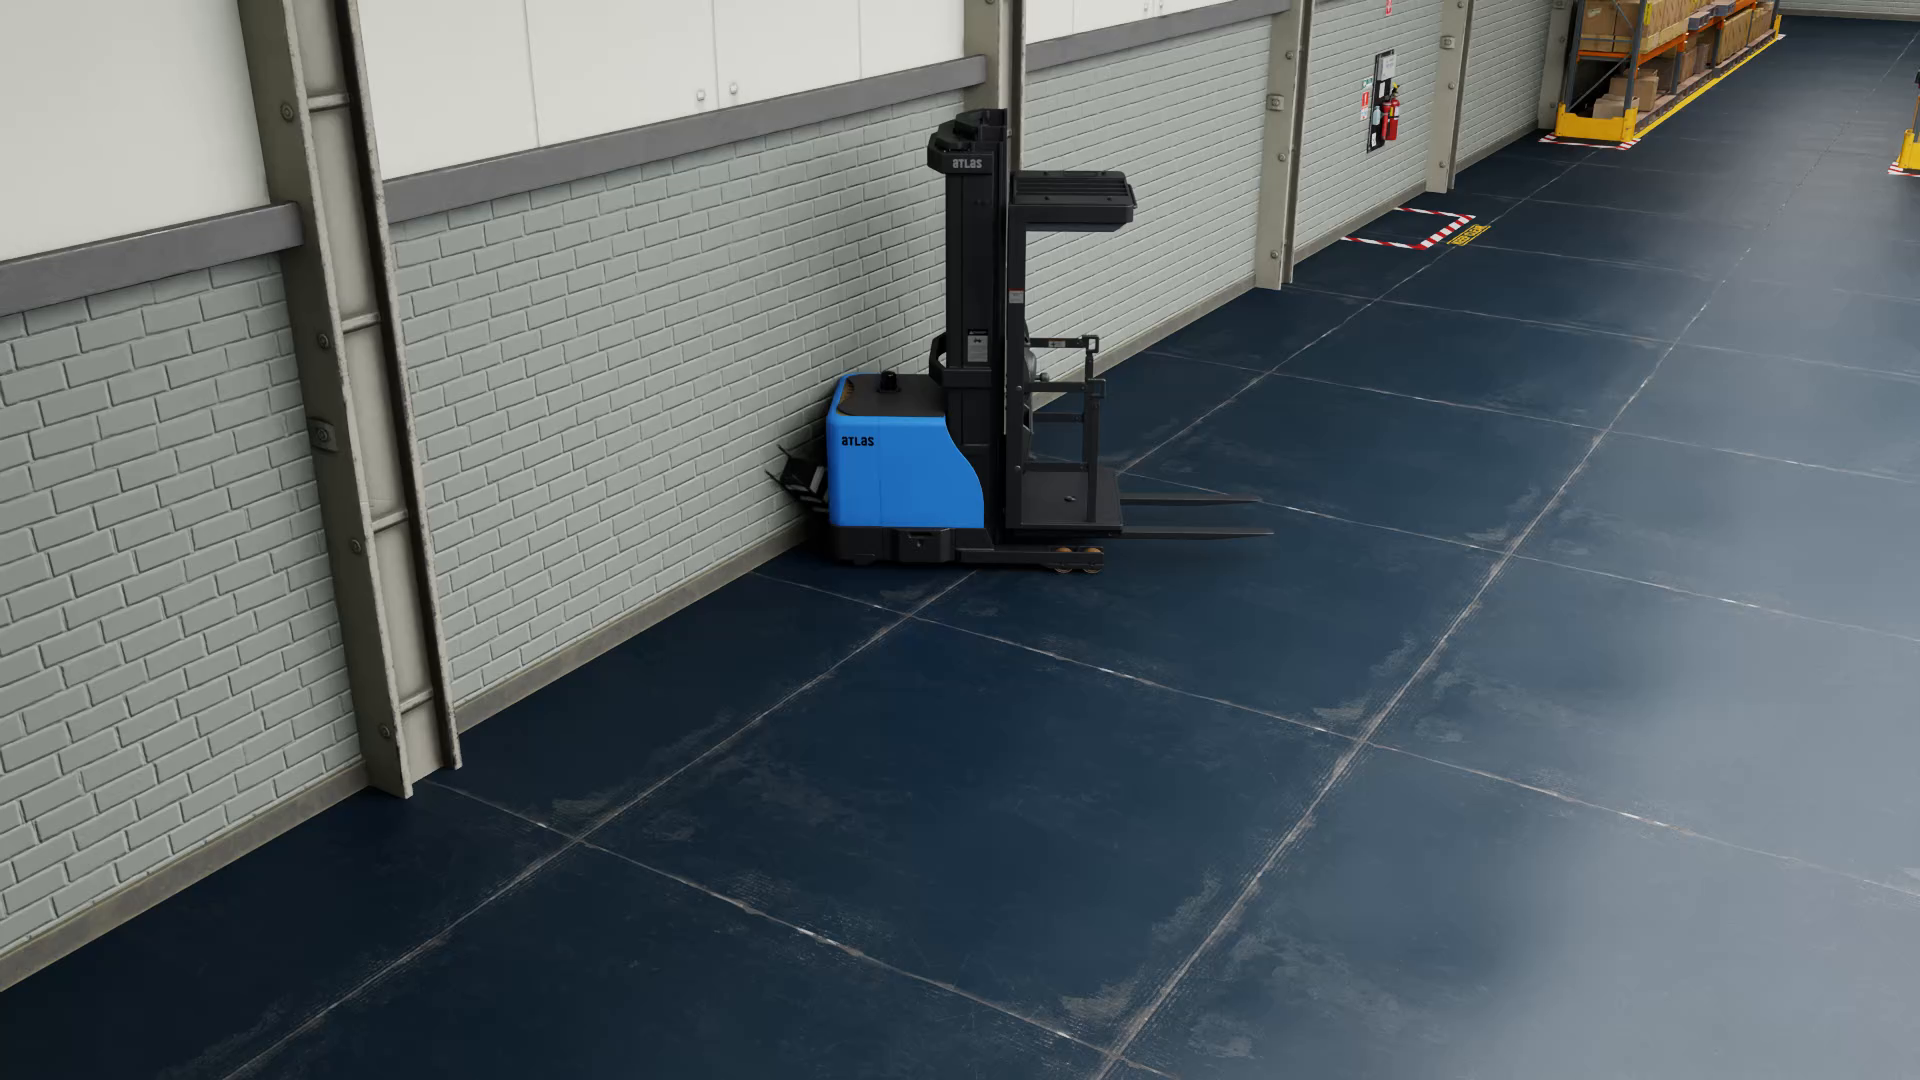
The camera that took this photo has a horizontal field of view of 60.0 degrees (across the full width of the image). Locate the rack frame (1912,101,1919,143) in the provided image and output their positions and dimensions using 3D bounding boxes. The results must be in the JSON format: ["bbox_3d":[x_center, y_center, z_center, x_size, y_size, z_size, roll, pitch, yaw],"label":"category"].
[{"bbox_3d":[14.328,-6.775,23.624,1.000,3.000,0.127,14,27,29],"label":"rack frame"}]

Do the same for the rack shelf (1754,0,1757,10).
[{"bbox_3d":[17.502,-12.207,37.077,1.077,0.370,4.000,14,27,29],"label":"rack shelf"}]

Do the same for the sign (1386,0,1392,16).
[{"bbox_3d":[5.162,-6.460,19.979,0.001,0.298,0.199,14,27,29],"label":"sign"}]

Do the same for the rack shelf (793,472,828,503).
[{"bbox_3d":[-1.013,-0.378,11.489,0.258,0.200,0.077,8,-20,32],"label":"rack shelf"}]

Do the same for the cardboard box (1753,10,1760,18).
[{"bbox_3d":[17.264,-11.513,36.371,0.380,0.149,0.250,15,28,31],"label":"cardboard box"}]

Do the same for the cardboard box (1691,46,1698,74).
[{"bbox_3d":[13.631,-9.163,31.733,0.700,0.500,0.500,14,27,29],"label":"cardboard box"}]

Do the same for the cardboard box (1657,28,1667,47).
[{"bbox_3d":[11.180,-8.199,27.077,0.500,0.250,0.500,13,27,28],"label":"cardboard box"}]

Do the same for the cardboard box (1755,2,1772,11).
[{"bbox_3d":[18.226,-12.130,37.795,0.380,0.149,0.250,15,27,30],"label":"cardboard box"}]

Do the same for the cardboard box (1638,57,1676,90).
[{"bbox_3d":[12.601,-8.468,30.129,0.700,0.500,0.500,15,28,31],"label":"cardboard box"}]

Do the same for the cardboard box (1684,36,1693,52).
[{"bbox_3d":[13.381,-9.303,31.112,0.500,0.250,0.500,14,27,29],"label":"cardboard box"}]

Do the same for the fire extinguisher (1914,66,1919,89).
[{"bbox_3d":[13.871,-6.797,23.772,0.296,0.674,0.183,14,27,29],"label":"fire extinguisher"}]

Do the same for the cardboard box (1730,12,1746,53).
[{"bbox_3d":[15.748,-10.521,34.454,0.750,0.750,0.750,15,27,31],"label":"cardboard box"}]

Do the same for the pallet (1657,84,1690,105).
[{"bbox_3d":[12.637,-8.145,30.299,1.003,0.211,1.213,14,27,29],"label":"pallet"}]

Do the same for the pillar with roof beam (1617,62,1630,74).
[{"bbox_3d":[16.574,-12.105,28.385,9.100,9.000,0.400,14,27,29],"label":"pillar with roof beam"}]

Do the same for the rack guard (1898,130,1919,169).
[{"bbox_3d":[14.315,-5.620,24.102,1.175,0.500,0.348,14,27,29],"label":"rack guard"}]

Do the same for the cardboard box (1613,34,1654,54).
[{"bbox_3d":[10.644,-7.850,26.271,0.500,0.250,0.500,13,27,27],"label":"cardboard box"}]

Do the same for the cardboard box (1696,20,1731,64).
[{"bbox_3d":[14.837,-9.939,33.109,0.750,0.750,0.750,13,27,28],"label":"cardboard box"}]

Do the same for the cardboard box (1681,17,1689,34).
[{"bbox_3d":[12.235,-8.879,28.647,0.500,0.250,0.500,14,27,29],"label":"cardboard box"}]

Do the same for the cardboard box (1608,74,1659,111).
[{"bbox_3d":[11.289,-7.511,27.916,0.700,0.500,0.500,12,26,26],"label":"cardboard box"}]

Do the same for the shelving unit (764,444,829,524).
[{"bbox_3d":[-0.988,-0.355,11.534,0.258,0.210,0.900,8,-20,32],"label":"shelving unit"}]

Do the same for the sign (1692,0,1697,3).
[{"bbox_3d":[12.692,-9.448,28.709,0.100,0.325,0.005,14,27,29],"label":"sign"}]

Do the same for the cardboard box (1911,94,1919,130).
[{"bbox_3d":[14.358,-6.293,24.500,0.500,0.500,0.500,14,27,29],"label":"cardboard box"}]

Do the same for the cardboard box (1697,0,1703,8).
[{"bbox_3d":[13.146,-9.990,30.371,0.700,0.500,0.500,18,29,36],"label":"cardboard box"}]

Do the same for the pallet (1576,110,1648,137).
[{"bbox_3d":[10.616,-6.824,27.248,1.003,0.211,1.213,14,27,29],"label":"pallet"}]

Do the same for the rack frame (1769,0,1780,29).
[{"bbox_3d":[18.557,-13.212,38.493,1.000,3.000,0.127,14,27,29],"label":"rack frame"}]

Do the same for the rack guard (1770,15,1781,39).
[{"bbox_3d":[18.570,-12.073,39.008,1.175,0.500,0.348,14,27,29],"label":"rack guard"}]

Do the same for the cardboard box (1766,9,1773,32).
[{"bbox_3d":[18.273,-12.000,38.312,0.700,0.500,0.500,14,27,29],"label":"cardboard box"}]

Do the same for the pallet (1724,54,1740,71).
[{"bbox_3d":[15.462,-9.892,34.336,1.003,0.211,1.213,14,27,29],"label":"pallet"}]

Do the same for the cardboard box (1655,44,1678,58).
[{"bbox_3d":[12.831,-8.962,30.325,0.500,0.250,0.500,13,27,28],"label":"cardboard box"}]

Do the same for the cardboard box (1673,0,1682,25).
[{"bbox_3d":[11.707,-8.884,27.717,0.500,0.500,0.500,13,27,27],"label":"cardboard box"}]

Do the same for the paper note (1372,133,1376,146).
[{"bbox_3d":[5.099,-4.928,20.468,0.016,0.148,0.142,14,27,29],"label":"paper note"}]

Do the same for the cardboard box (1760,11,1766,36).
[{"bbox_3d":[17.744,-11.661,37.530,0.700,0.500,0.500,13,27,27],"label":"cardboard box"}]

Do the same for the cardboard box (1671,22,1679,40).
[{"bbox_3d":[11.713,-8.539,27.863,0.500,0.250,0.500,14,27,29],"label":"cardboard box"}]

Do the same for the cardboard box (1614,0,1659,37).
[{"bbox_3d":[10.624,-8.194,26.122,0.500,0.500,0.500,14,27,29],"label":"cardboard box"}]

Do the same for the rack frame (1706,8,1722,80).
[{"bbox_3d":[14.337,-10.512,32.256,1.000,3.000,0.127,14,27,29],"label":"rack frame"}]

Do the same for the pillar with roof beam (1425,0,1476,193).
[{"bbox_3d":[10.244,-8.055,19.030,9.100,9.000,0.400,14,27,29],"label":"pillar with roof beam"}]

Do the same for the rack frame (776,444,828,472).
[{"bbox_3d":[-0.956,-0.447,11.564,0.240,0.006,0.900,8,-20,32],"label":"rack frame"}]

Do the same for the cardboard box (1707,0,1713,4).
[{"bbox_3d":[13.826,-10.404,31.329,0.700,0.500,0.500,11,26,24],"label":"cardboard box"}]

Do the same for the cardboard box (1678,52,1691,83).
[{"bbox_3d":[13.135,-8.817,30.934,0.700,0.500,0.500,14,27,30],"label":"cardboard box"}]

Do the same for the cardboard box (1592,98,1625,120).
[{"bbox_3d":[10.559,-6.994,26.962,0.500,0.311,0.500,11,26,23],"label":"cardboard box"}]

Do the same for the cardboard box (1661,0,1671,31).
[{"bbox_3d":[11.172,-8.532,26.903,0.500,0.500,0.500,13,27,27],"label":"cardboard box"}]

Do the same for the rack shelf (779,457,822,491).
[{"bbox_3d":[-1.092,-0.453,11.345,0.258,0.200,0.077,8,-20,32],"label":"rack shelf"}]

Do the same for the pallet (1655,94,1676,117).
[{"bbox_3d":[11.903,-7.648,29.151,1.003,0.211,1.213,14,27,29],"label":"pallet"}]

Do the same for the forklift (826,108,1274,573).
[{"bbox_3d":[0.630,-1.336,11.148,3.031,2.935,1.130,1,23,2],"label":"forklift"}]

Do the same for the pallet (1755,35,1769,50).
[{"bbox_3d":[17.558,-11.236,37.438,1.003,0.211,1.213,14,27,29],"label":"pallet"}]

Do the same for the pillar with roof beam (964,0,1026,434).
[{"bbox_3d":[3.914,-4.005,9.674,9.100,9.000,0.400,14,27,29],"label":"pillar with roof beam"}]

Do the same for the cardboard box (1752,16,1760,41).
[{"bbox_3d":[17.197,-11.307,36.711,0.700,0.500,0.500,14,27,28],"label":"cardboard box"}]

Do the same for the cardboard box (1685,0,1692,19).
[{"bbox_3d":[12.241,-9.222,28.496,0.500,0.500,0.500,14,27,29],"label":"cardboard box"}]

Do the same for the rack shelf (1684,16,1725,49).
[{"bbox_3d":[13.282,-9.507,30.840,1.077,0.370,4.000,14,27,29],"label":"rack shelf"}]

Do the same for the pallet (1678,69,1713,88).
[{"bbox_3d":[13.924,-8.969,32.201,1.003,0.211,1.213,14,27,29],"label":"pallet"}]

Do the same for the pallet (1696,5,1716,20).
[{"bbox_3d":[13.328,-9.747,30.731,1.003,0.211,1.213,14,27,29],"label":"pallet"}]

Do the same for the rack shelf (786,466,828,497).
[{"bbox_3d":[-1.052,-0.416,11.417,0.258,0.200,0.077,8,-20,32],"label":"rack shelf"}]
